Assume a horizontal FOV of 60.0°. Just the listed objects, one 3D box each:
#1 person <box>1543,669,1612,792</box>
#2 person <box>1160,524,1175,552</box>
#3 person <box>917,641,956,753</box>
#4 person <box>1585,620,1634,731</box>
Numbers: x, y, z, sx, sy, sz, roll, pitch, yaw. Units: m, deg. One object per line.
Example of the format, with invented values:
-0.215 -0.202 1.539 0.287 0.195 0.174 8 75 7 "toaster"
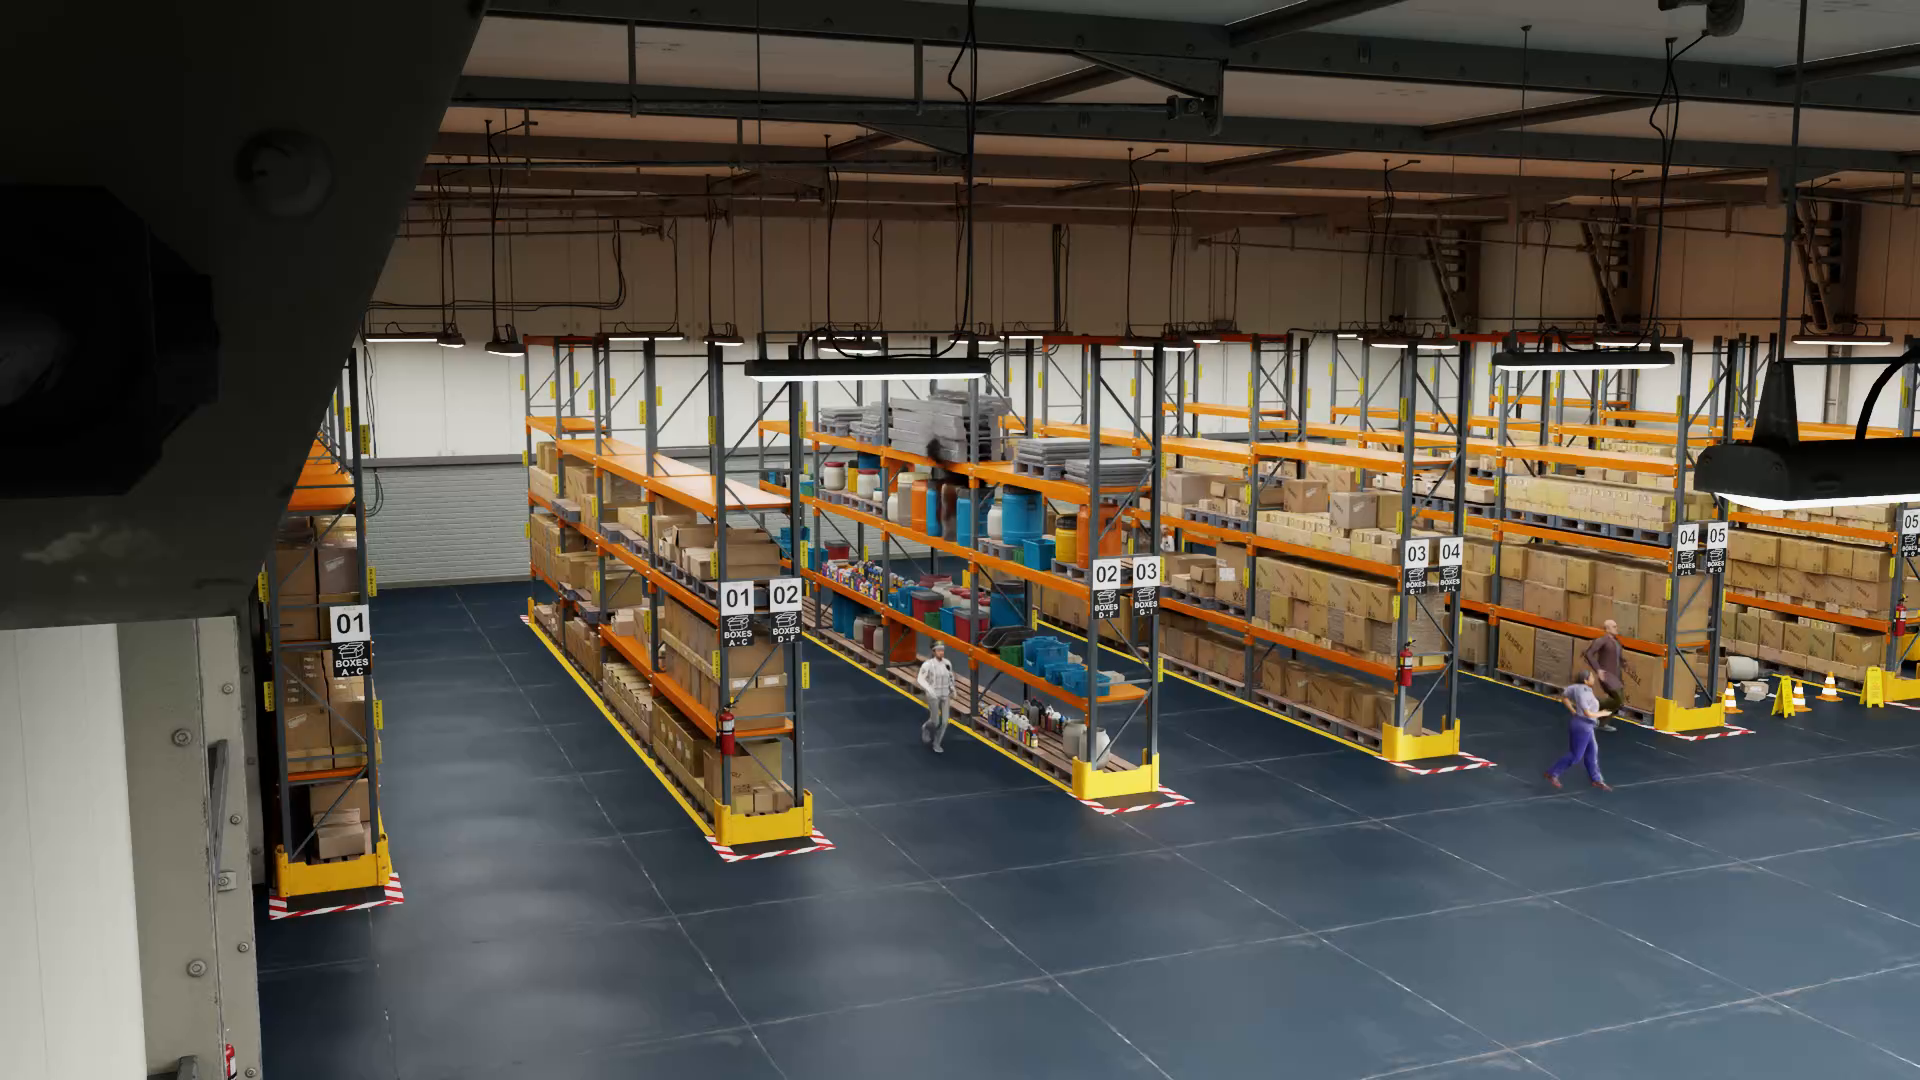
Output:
8.304 2.549 22.259 0.911 1.672 0.618 2 8 13 "person"
4.583 0.519 37.308 0.707 1.738 0.627 -3 8 -19 "person"
-0.343 2.276 24.398 0.578 1.652 0.543 -4 9 -27 "person"
9.989 2.088 25.505 0.704 1.732 0.628 -7 10 -41 "person"
